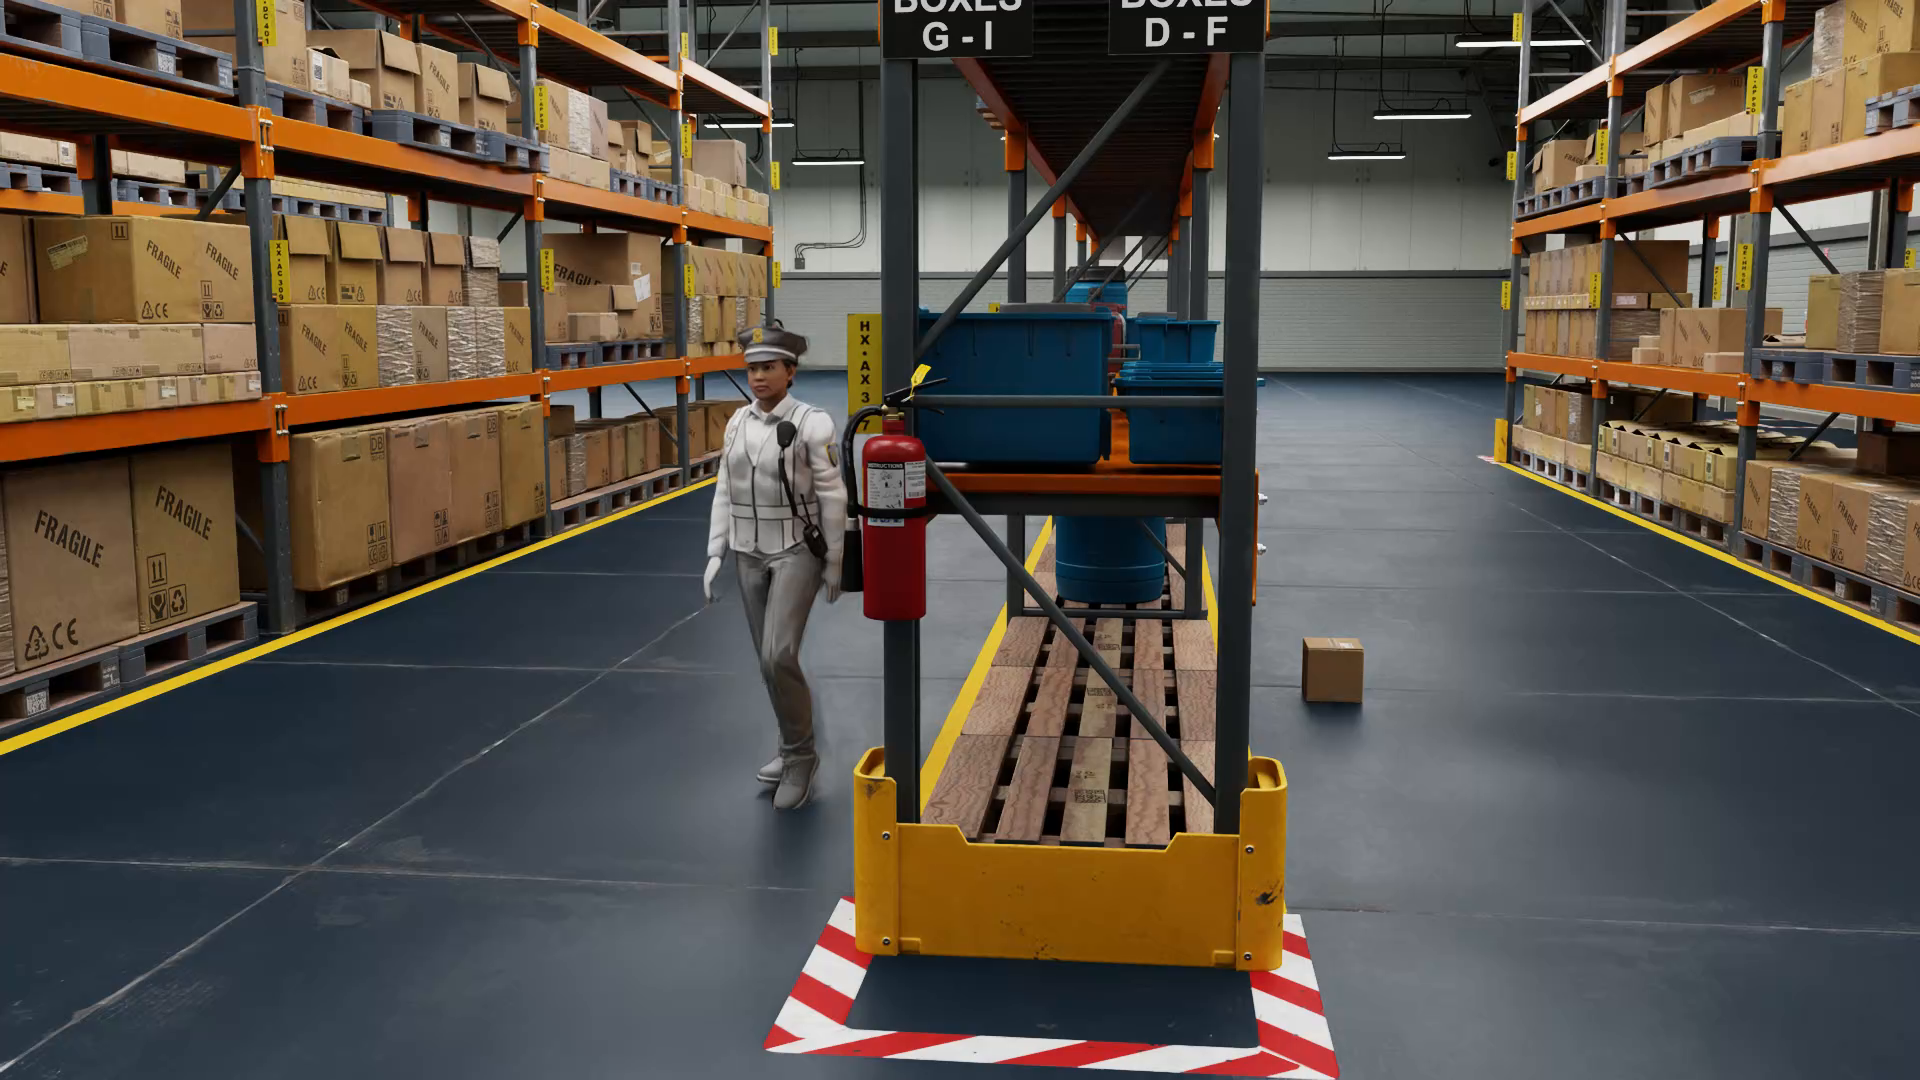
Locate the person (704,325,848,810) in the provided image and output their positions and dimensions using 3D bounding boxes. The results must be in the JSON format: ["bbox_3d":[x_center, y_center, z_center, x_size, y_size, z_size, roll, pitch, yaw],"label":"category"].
[{"bbox_3d":[-0.667,0.098,6.000,0.495,1.733,0.481,4,9,29],"label":"person"}]
